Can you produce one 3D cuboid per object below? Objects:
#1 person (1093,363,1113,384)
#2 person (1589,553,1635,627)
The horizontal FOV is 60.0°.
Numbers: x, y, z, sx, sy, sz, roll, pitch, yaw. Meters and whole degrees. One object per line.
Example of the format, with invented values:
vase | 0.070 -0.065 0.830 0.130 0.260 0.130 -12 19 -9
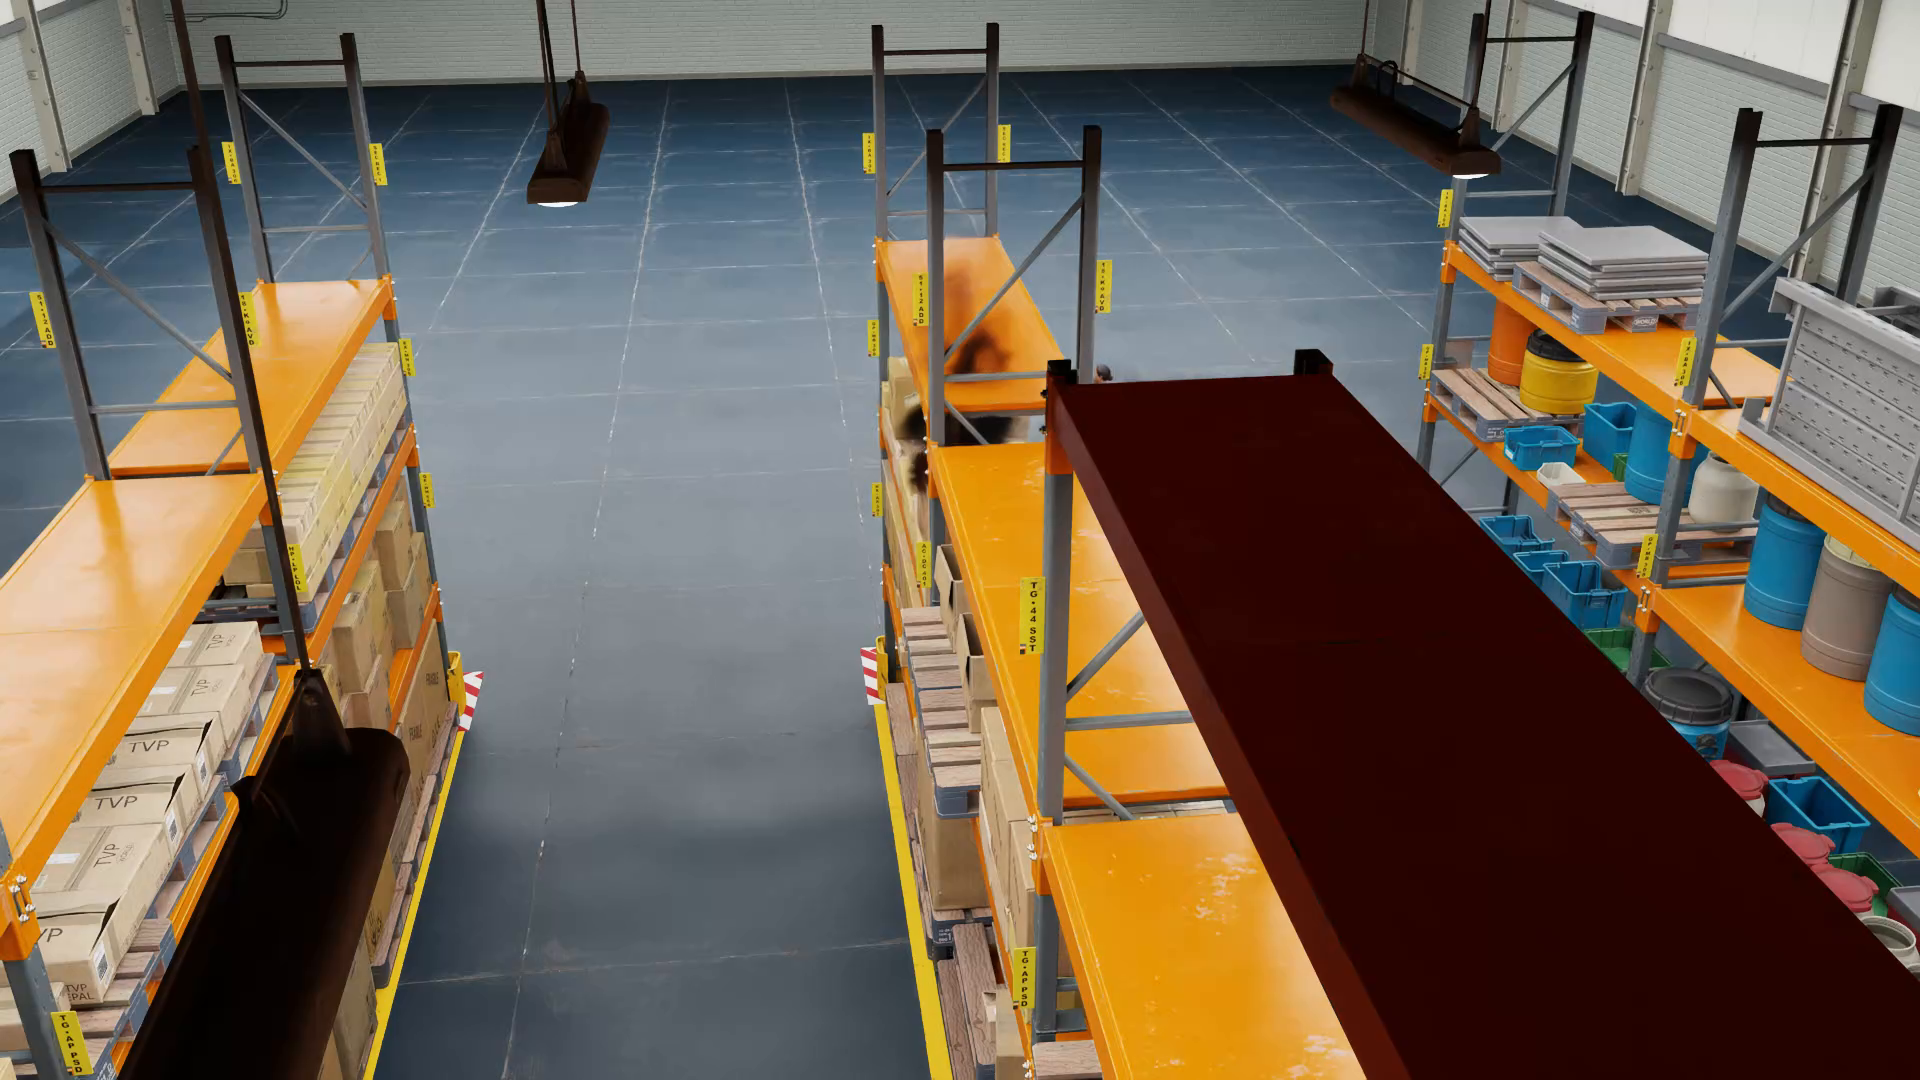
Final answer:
person | 1.713 -1.256 19.255 0.864 1.638 0.592 7 26 14
person | 6.279 0.353 15.917 0.617 1.649 0.818 -12 28 -23
